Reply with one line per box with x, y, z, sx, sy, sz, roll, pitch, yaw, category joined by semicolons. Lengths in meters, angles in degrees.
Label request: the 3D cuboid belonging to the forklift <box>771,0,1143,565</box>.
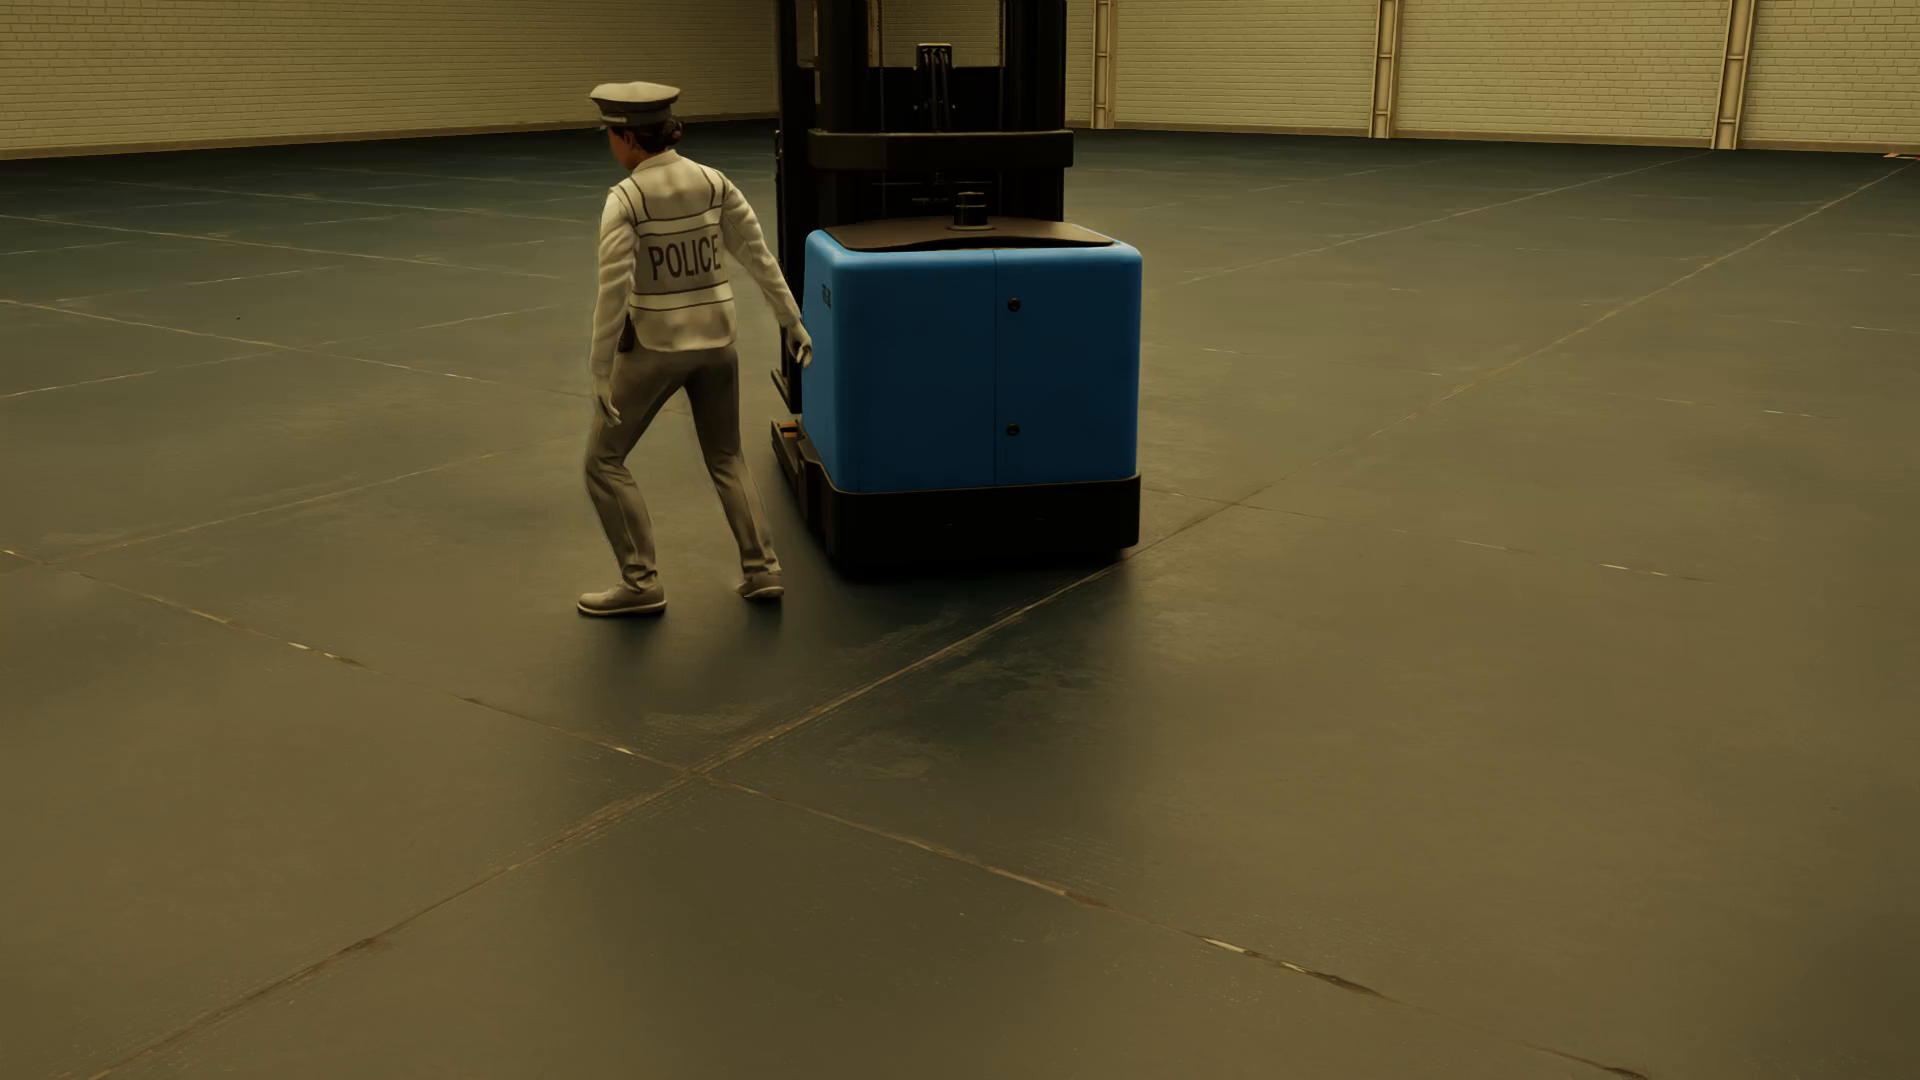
-0.191;-1.704;6.530;1.130;2.935;3.031;-3;17;-11;forklift

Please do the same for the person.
-0.813;-0.563;5.130;0.802;1.644;0.454;-12;20;-35;person
